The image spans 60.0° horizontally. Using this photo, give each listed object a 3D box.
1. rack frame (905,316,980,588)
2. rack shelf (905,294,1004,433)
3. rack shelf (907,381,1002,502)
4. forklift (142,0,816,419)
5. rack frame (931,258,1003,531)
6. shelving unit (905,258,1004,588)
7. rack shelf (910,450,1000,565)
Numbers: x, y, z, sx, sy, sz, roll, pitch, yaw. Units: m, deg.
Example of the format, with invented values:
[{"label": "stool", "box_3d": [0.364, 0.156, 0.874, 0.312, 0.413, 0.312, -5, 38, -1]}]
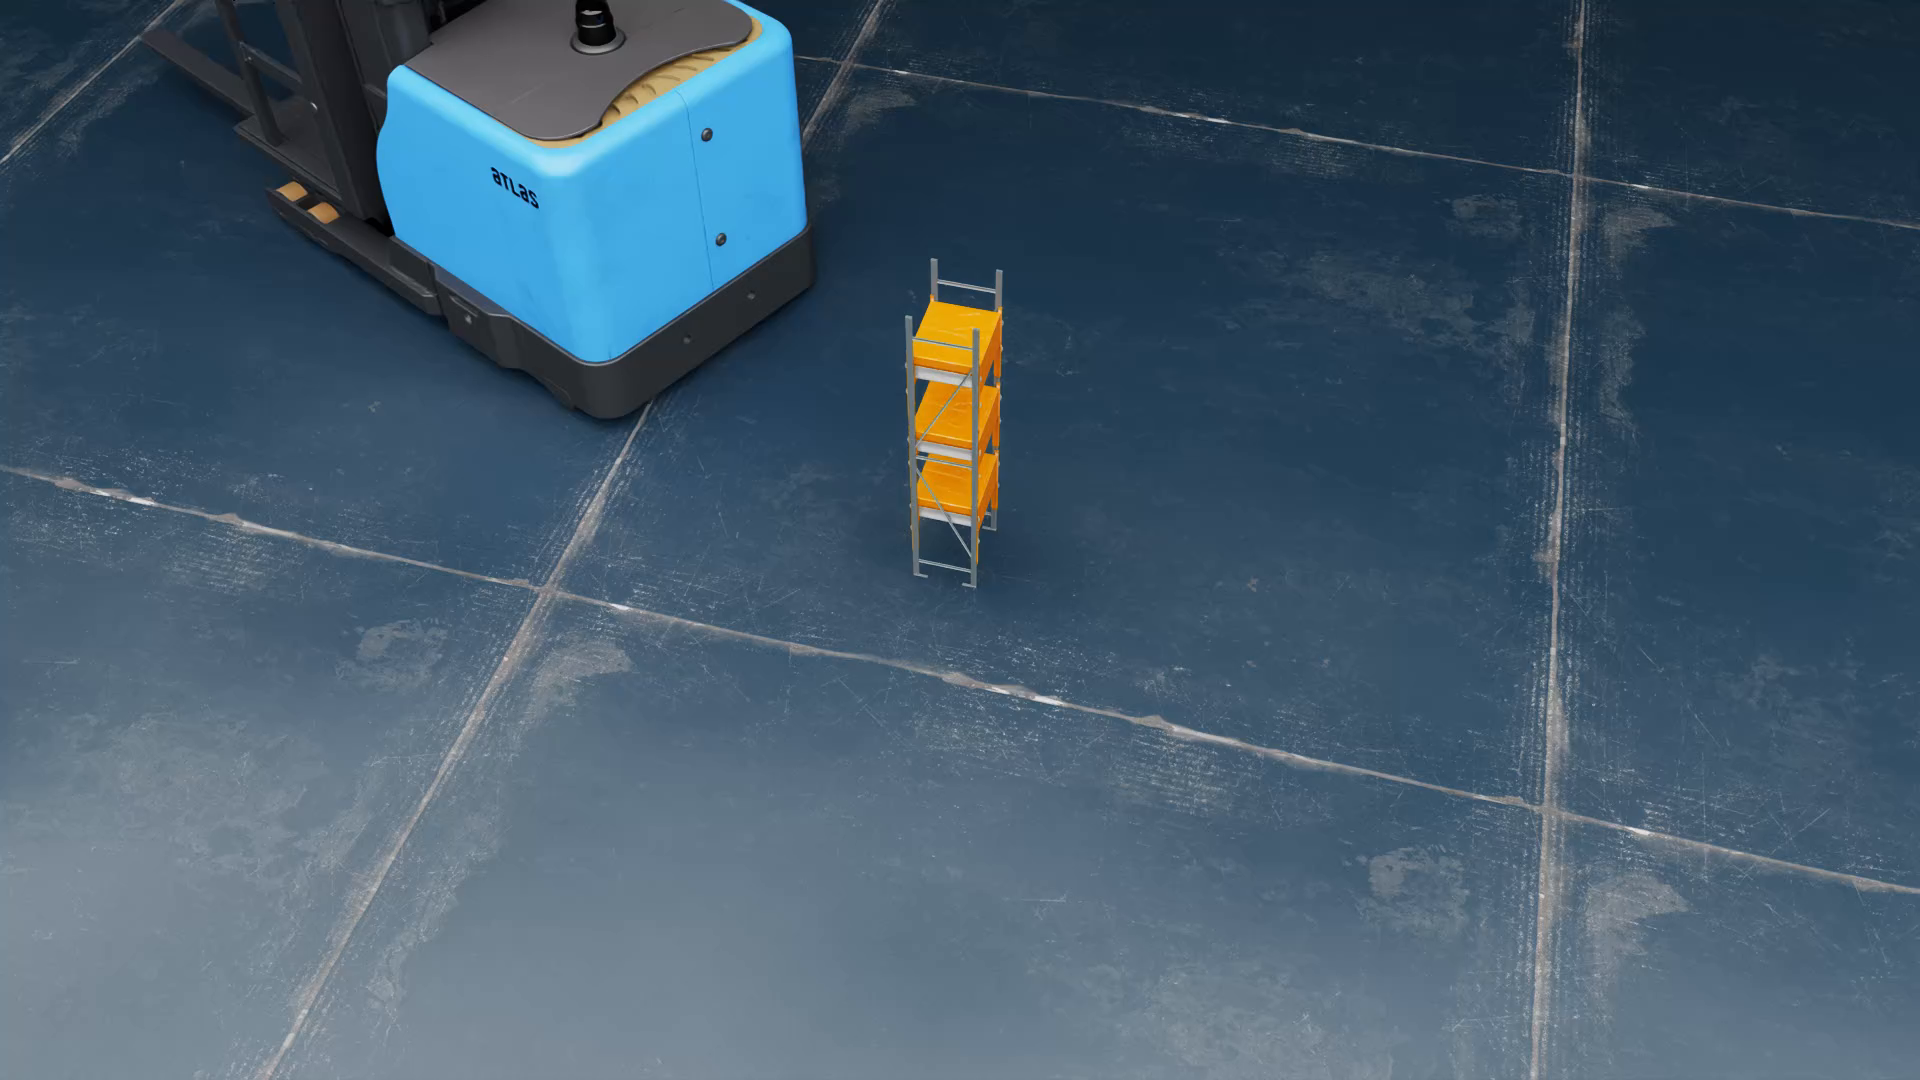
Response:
[{"label": "rack frame", "box_3d": [-0.046, -0.220, 4.744, 0.200, 1.050, 0.008, 12, 50, 10]}, {"label": "rack shelf", "box_3d": [-0.014, -0.489, 4.617, 0.215, 0.259, 0.240, 12, 50, 10]}, {"label": "rack shelf", "box_3d": [-0.014, -0.302, 4.830, 0.215, 0.259, 0.240, 12, 50, 10]}, {"label": "forklift", "box_3d": [-1.966, -2.327, 5.349, 3.031, 2.935, 1.130, 33, 56, 26]}, {"label": "rack frame", "box_3d": [0.018, -0.397, 4.900, 0.200, 1.050, 0.008, 12, 50, 10]}, {"label": "shelving unit", "box_3d": [-0.014, -0.309, 4.822, 0.215, 1.050, 0.252, 12, 50, 10]}, {"label": "rack shelf", "box_3d": [-0.014, -0.118, 5.039, 0.215, 0.259, 0.240, 12, 50, 10]}]
